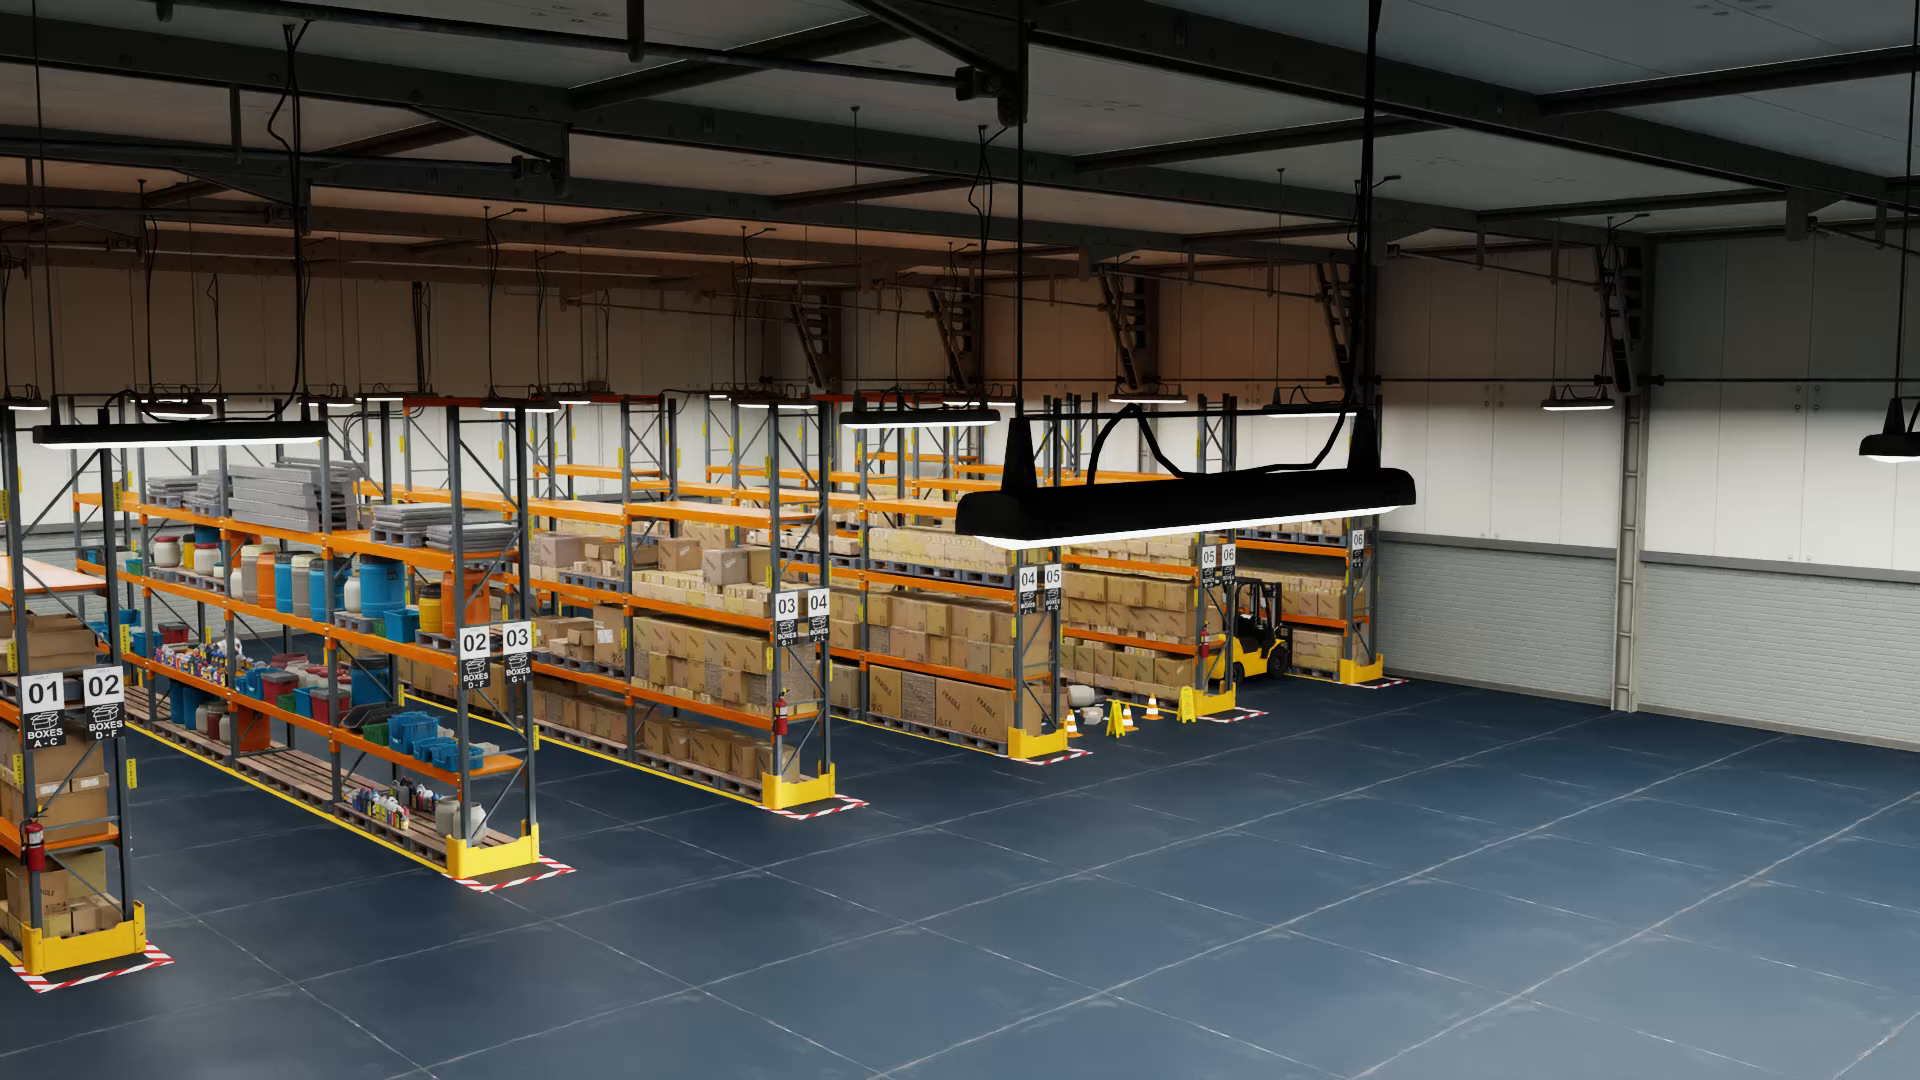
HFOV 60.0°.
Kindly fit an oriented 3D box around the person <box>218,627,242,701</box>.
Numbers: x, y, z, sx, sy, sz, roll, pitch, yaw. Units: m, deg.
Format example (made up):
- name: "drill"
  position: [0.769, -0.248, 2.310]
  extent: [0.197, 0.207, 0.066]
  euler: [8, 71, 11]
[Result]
- name: "person"
  position: [-14.124, 2.438, 32.109]
  extent: [0.558, 1.598, 0.699]
  euler: [-4, 7, -34]
